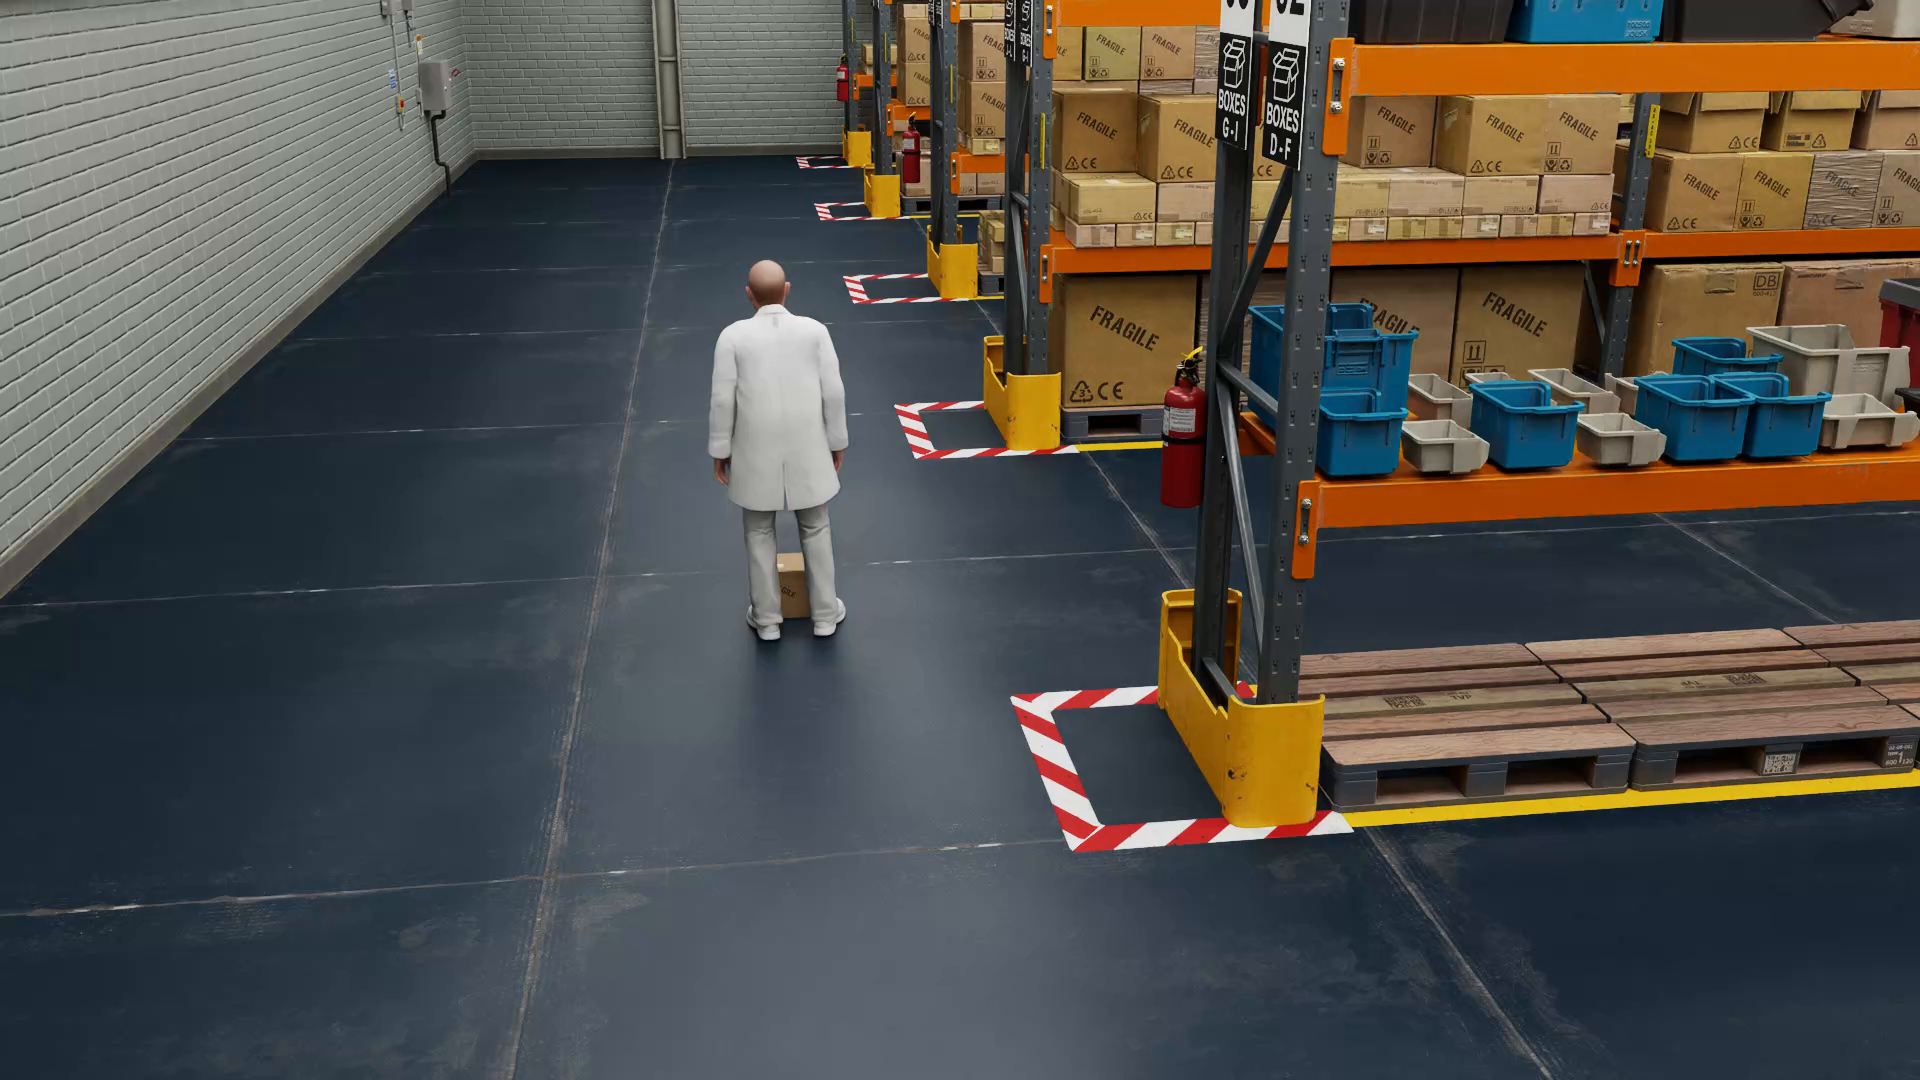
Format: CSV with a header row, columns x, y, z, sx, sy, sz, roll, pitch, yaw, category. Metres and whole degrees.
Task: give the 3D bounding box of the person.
x,y,z,sx,sy,sz,roll,pitch,yaw,category
-0.843,-0.409,7.735,0.653,1.774,0.422,-4,20,-11,person
